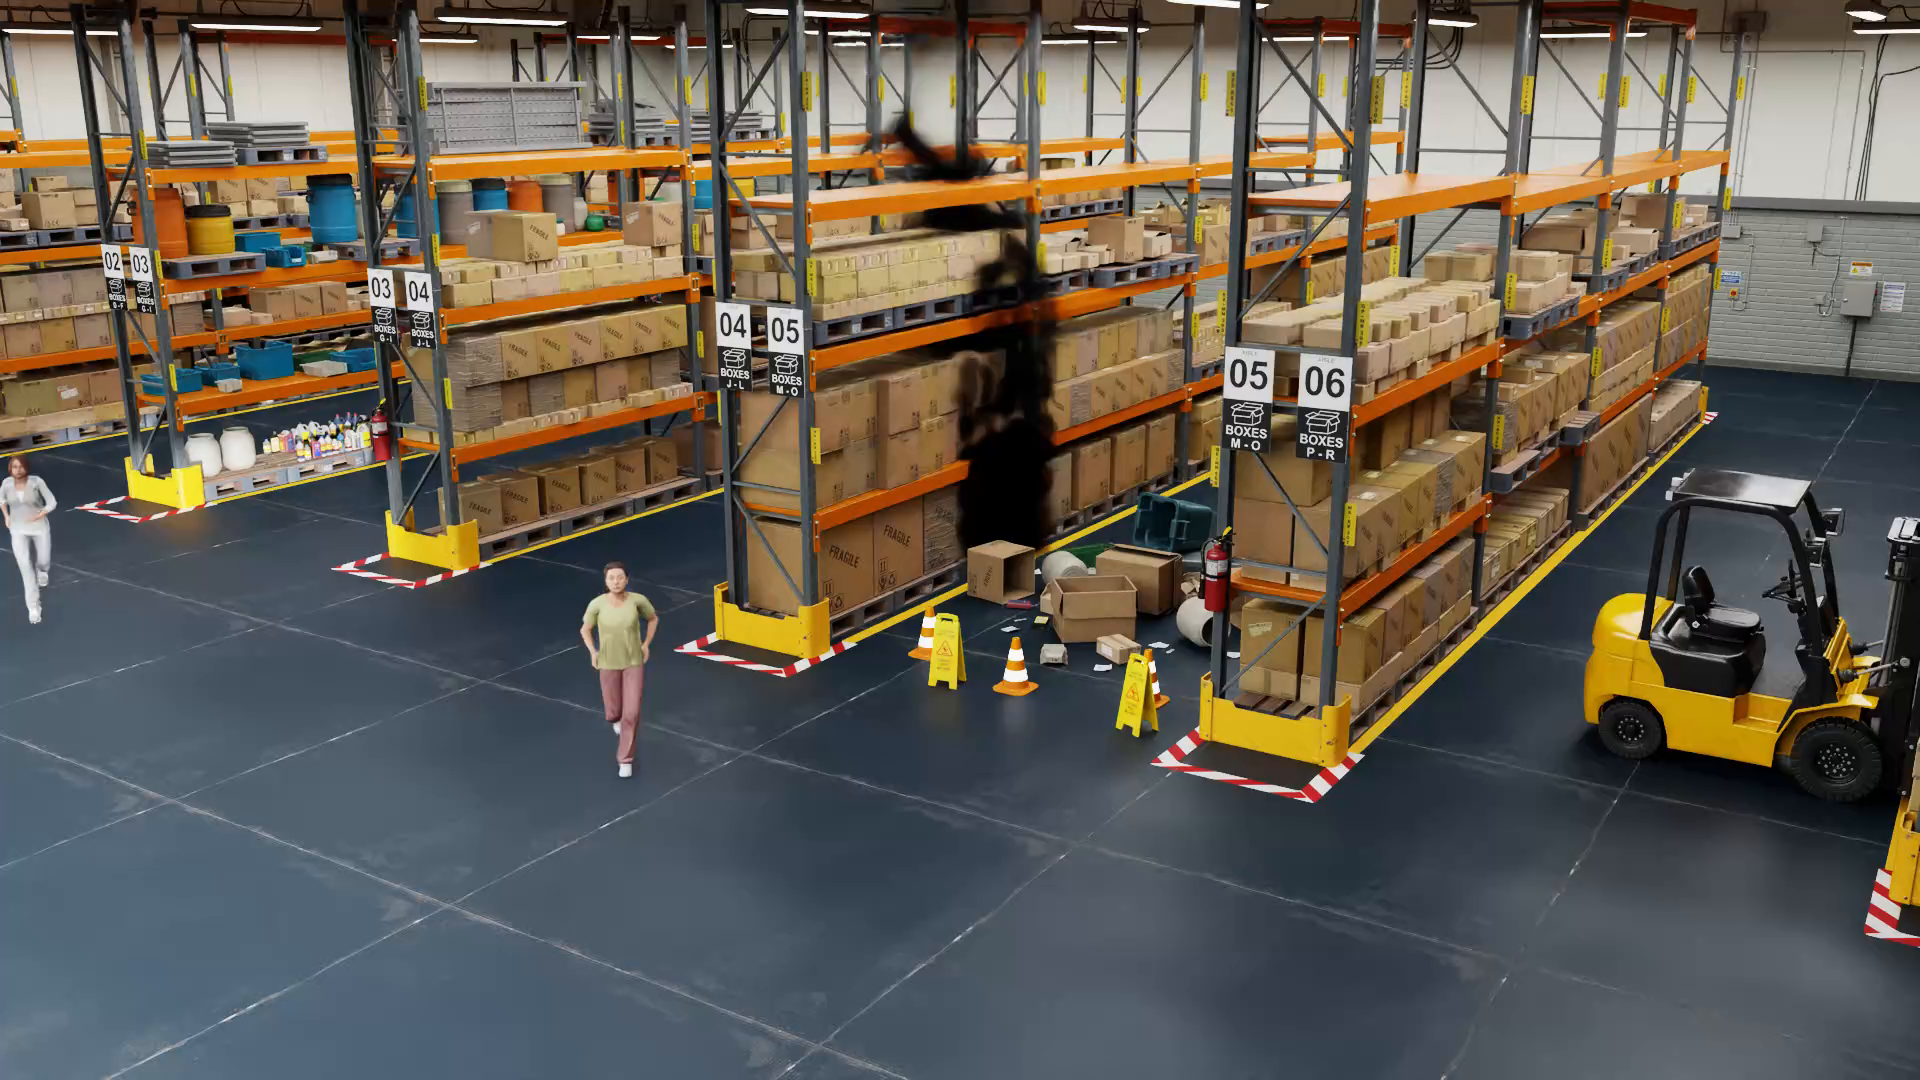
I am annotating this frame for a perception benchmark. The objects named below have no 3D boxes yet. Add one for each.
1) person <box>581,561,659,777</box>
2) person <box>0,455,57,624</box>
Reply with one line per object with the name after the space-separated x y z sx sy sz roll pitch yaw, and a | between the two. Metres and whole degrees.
-2.601 0.946 12.804 0.590 1.640 0.714 -3 16 -11 | person
-9.232 -0.074 16.543 0.506 1.600 1.032 -9 18 -28 | person
